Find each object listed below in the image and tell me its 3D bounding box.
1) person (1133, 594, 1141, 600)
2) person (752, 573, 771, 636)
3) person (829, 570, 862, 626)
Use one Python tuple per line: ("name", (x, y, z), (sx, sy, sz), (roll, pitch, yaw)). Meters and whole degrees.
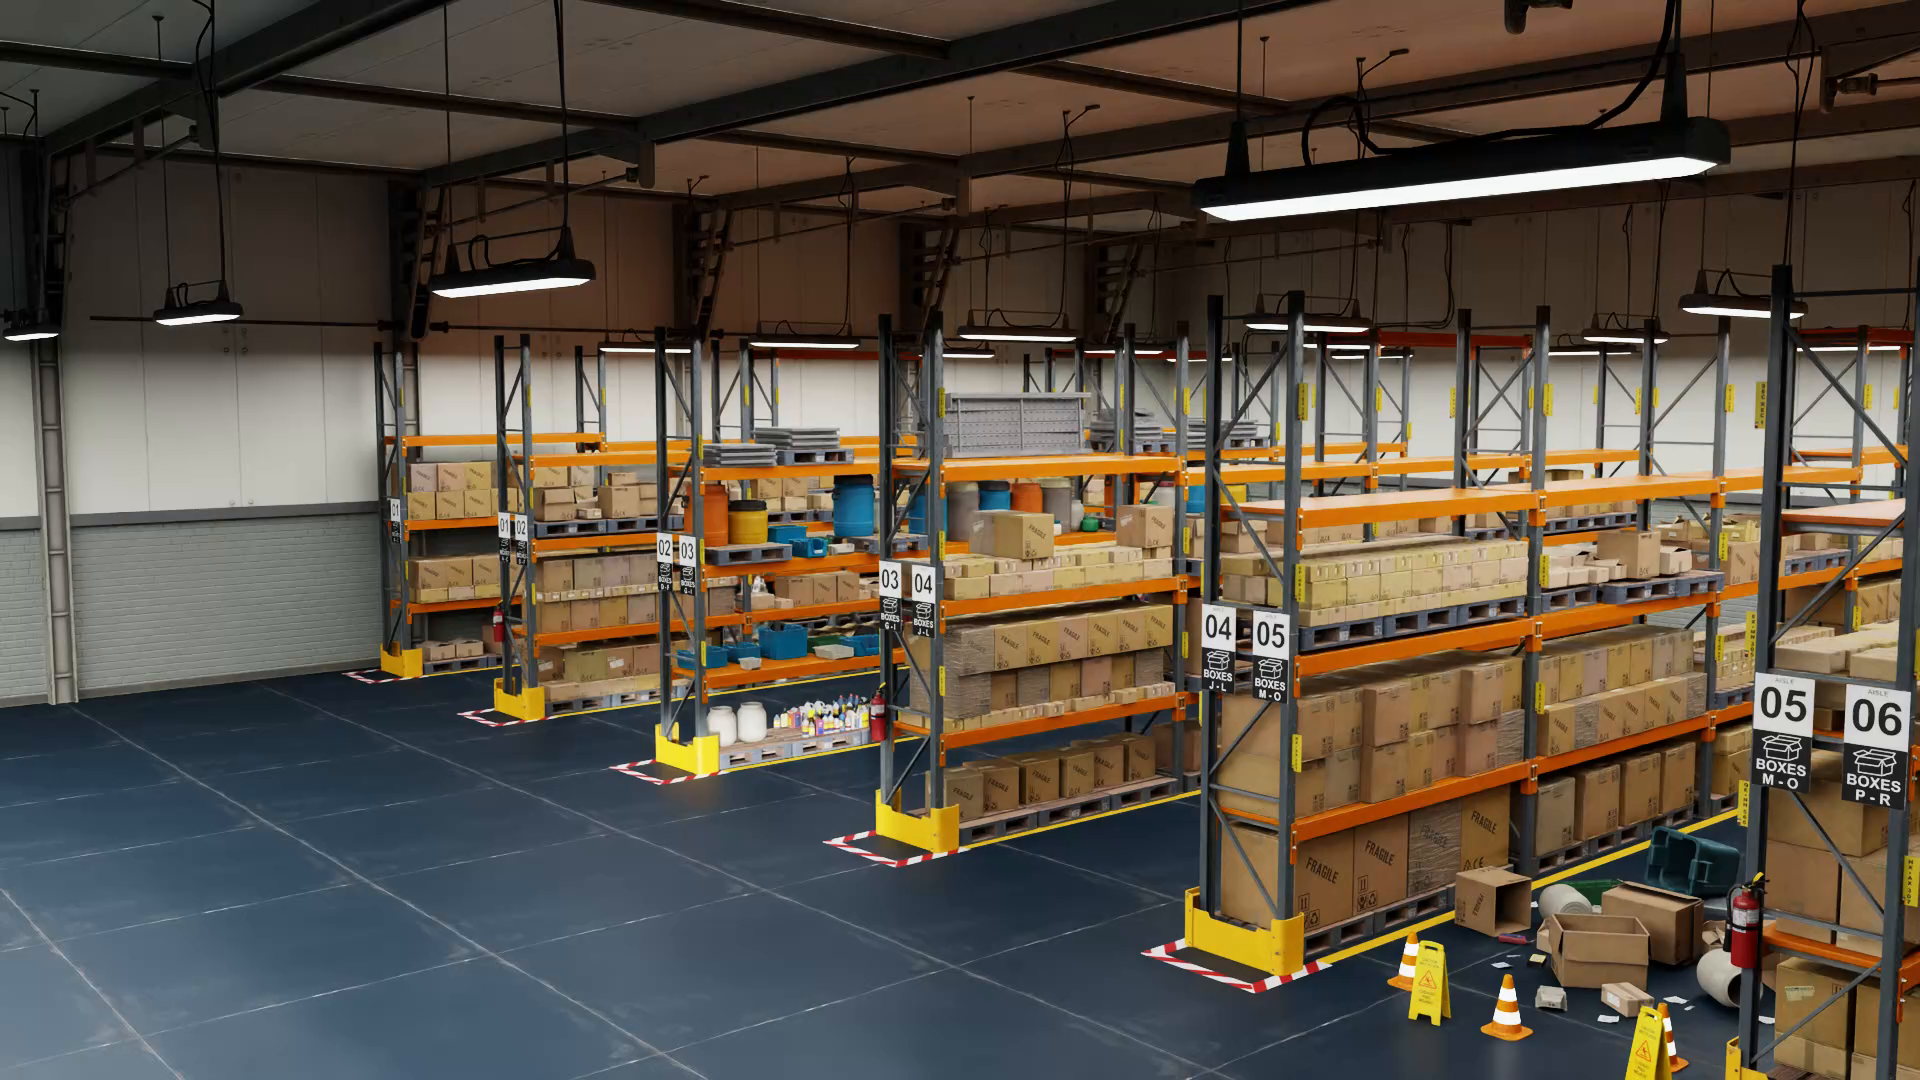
("person", (3.284, 1.401, 32.394), (1.082, 1.612, 0.468), (-5, 7, -43))
("person", (-4.011, 1.309, 33.034), (0.464, 1.662, 0.517), (-2, 6, -25))
("person", (-2.401, 1.162, 34.556), (0.466, 1.580, 0.883), (4, 7, 41))
